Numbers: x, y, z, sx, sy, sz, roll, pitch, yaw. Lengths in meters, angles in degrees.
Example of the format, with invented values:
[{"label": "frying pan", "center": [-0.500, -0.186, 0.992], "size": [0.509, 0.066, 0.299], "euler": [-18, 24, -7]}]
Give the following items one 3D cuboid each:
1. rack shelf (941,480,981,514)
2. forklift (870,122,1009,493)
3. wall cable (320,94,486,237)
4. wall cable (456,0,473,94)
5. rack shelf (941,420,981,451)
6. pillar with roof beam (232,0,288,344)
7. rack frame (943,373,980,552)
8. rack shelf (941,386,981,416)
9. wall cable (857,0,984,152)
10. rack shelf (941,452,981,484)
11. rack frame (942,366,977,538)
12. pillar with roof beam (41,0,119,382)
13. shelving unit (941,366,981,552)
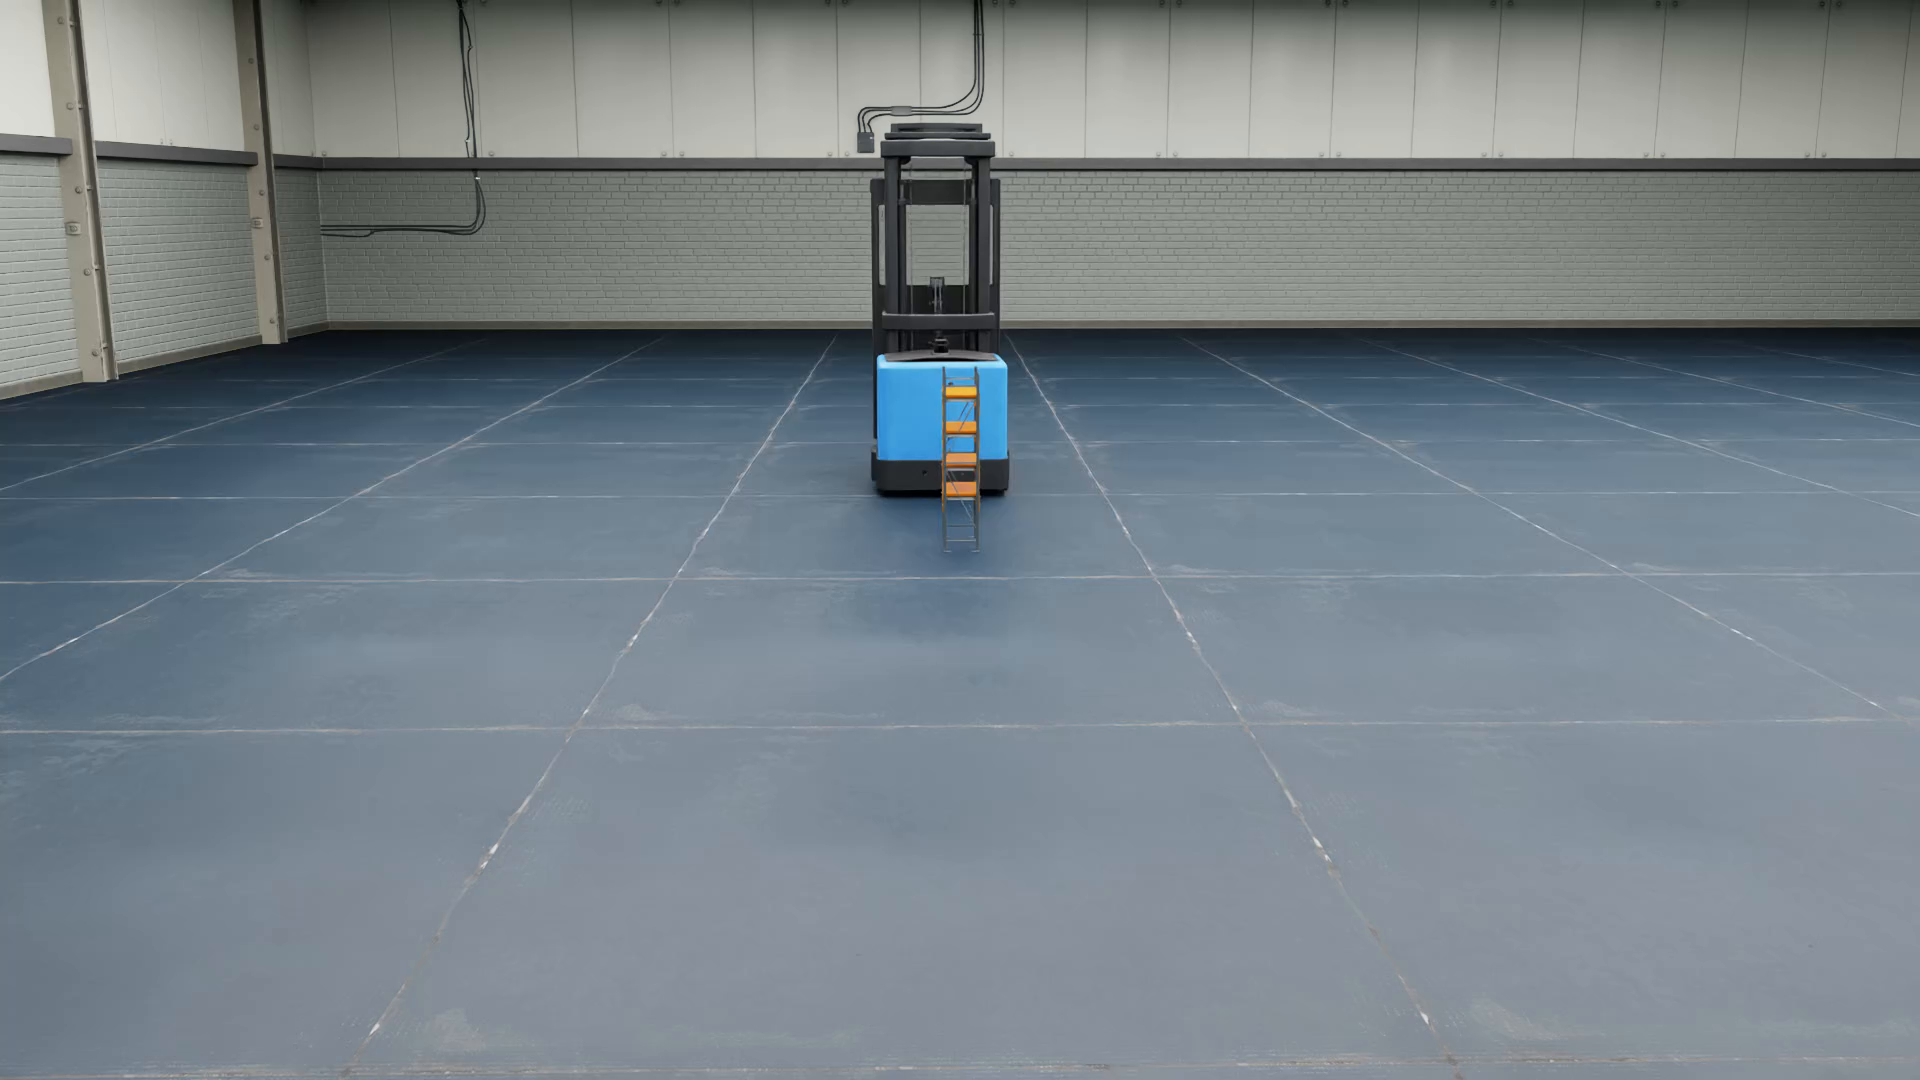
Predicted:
[{"label": "rack shelf", "center": [0.003, -0.295, 11.330], "size": [0.258, 0.148, 0.480], "euler": [0, 11, -1]}, {"label": "forklift", "center": [-0.219, -2.062, 14.353], "size": [1.130, 2.935, 3.031], "euler": [-1, 11, -3]}, {"label": "wall cable", "center": [-10.203, -6.775, 30.131], "size": [3.097, 2.526, 0.112], "euler": [0, 11, -1]}, {"label": "wall cable", "center": [-7.498, -9.261, 29.683], "size": [3.097, 2.526, 0.112], "euler": [0, 11, -1]}, {"label": "rack shelf", "center": [0.003, -0.708, 11.247], "size": [0.258, 0.148, 0.480], "euler": [0, 11, -1]}, {"label": "pillar with roof beam", "center": [-7.160, -7.723, 26.996], "size": [9.100, 9.000, 0.400], "euler": [0, 11, -1]}, {"label": "rack frame", "center": [0.008, -0.507, 11.039], "size": [0.240, 1.200, 0.015], "euler": [0, 11, -1]}, {"label": "rack shelf", "center": [0.003, -0.940, 11.199], "size": [0.258, 0.148, 0.480], "euler": [0, 11, -1]}, {"label": "wall cable", "center": [-0.711, -9.999, 29.660], "size": [2.305, 6.003, 0.169], "euler": [0, 11, -1]}, {"label": "rack shelf", "center": [0.003, -0.489, 11.291], "size": [0.258, 0.148, 0.480], "euler": [0, 11, -1]}, {"label": "rack frame", "center": [-0.002, -0.604, 11.517], "size": [0.240, 1.200, 0.015], "euler": [0, 11, -1]}, {"label": "pillar with roof beam", "center": [-7.036, -6.531, 21.117], "size": [9.100, 9.000, 0.400], "euler": [0, 11, -1]}, {"label": "shelving unit", "center": [0.003, -0.555, 11.278], "size": [0.258, 1.200, 0.503], "euler": [0, 11, -1]}]
